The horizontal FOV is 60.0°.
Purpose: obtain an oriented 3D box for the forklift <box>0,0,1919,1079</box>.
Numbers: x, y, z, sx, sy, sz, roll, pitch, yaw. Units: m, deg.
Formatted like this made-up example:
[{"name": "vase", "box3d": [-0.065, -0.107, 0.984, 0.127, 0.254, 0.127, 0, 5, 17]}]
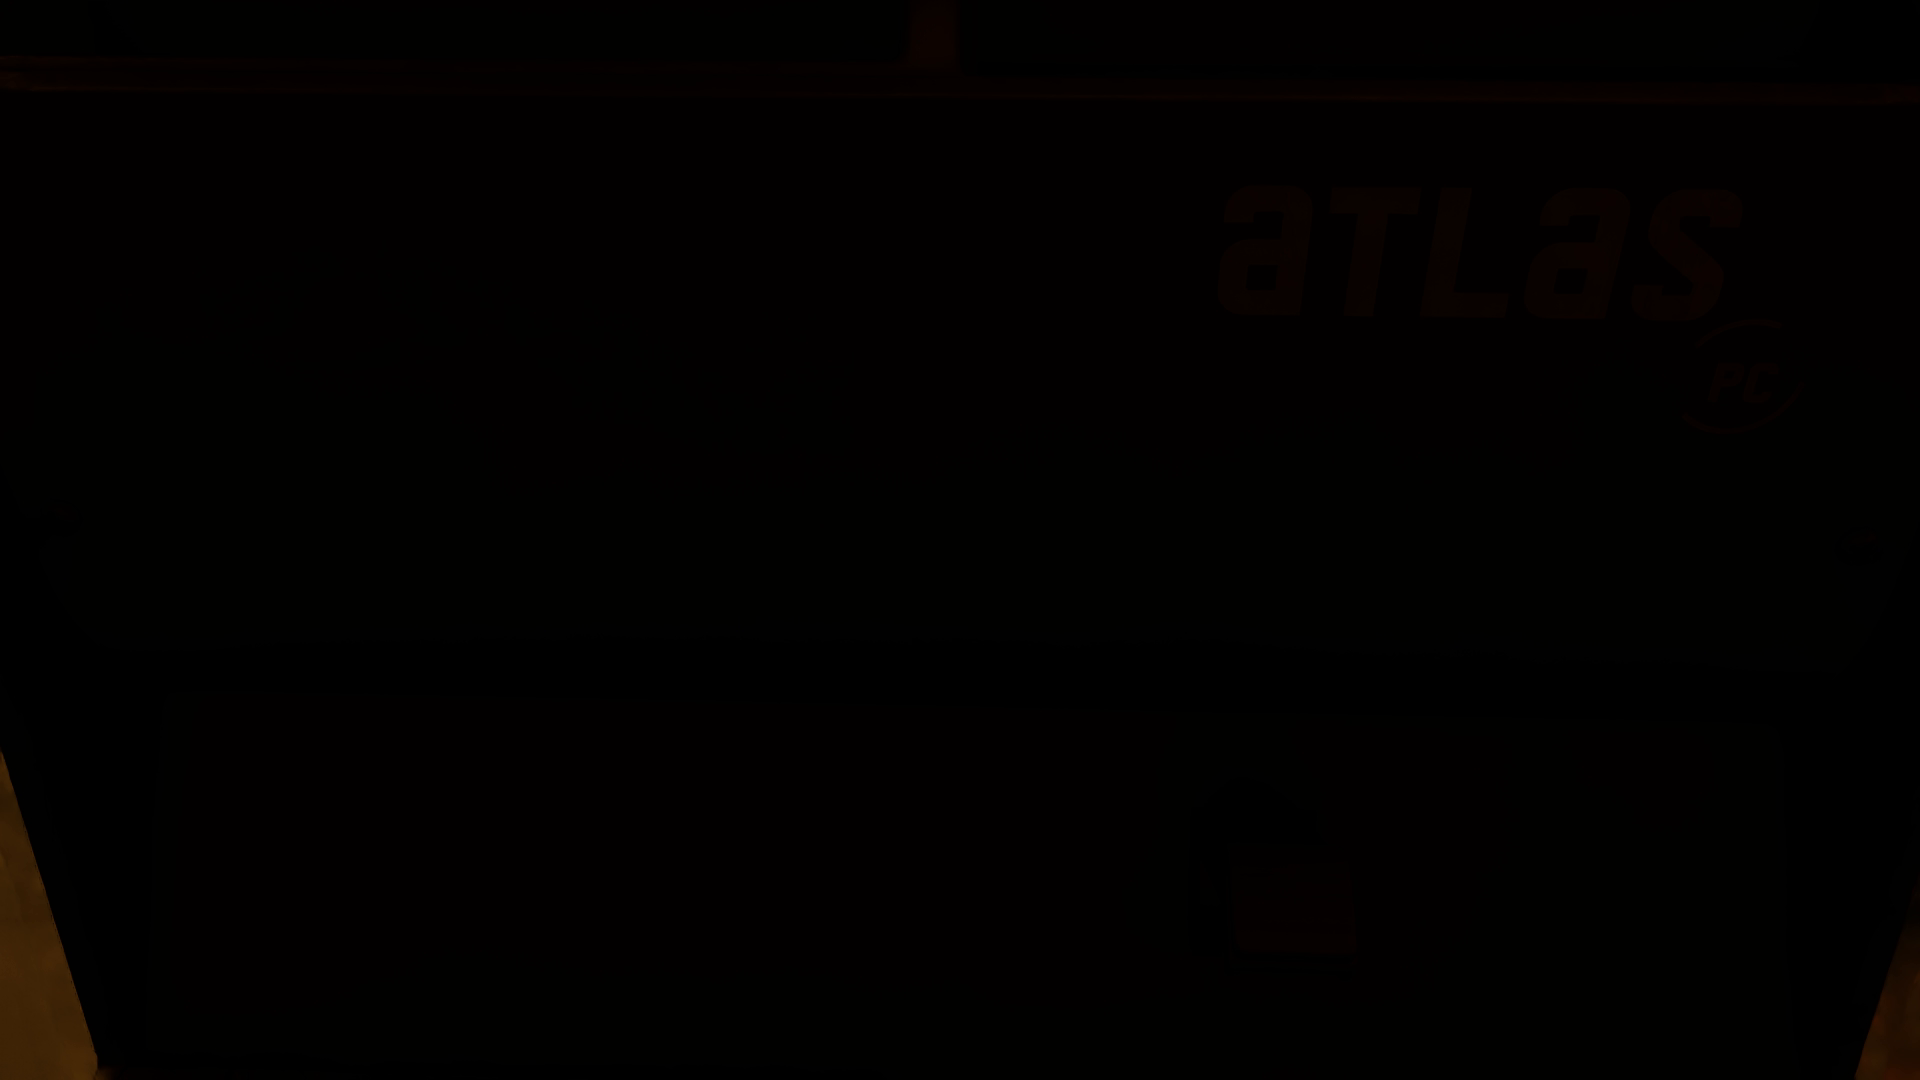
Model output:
[{"name": "forklift", "box3d": [-0.010, -0.558, 0.351, 1.130, 2.935, 3.031, 1, 27, 2]}]
